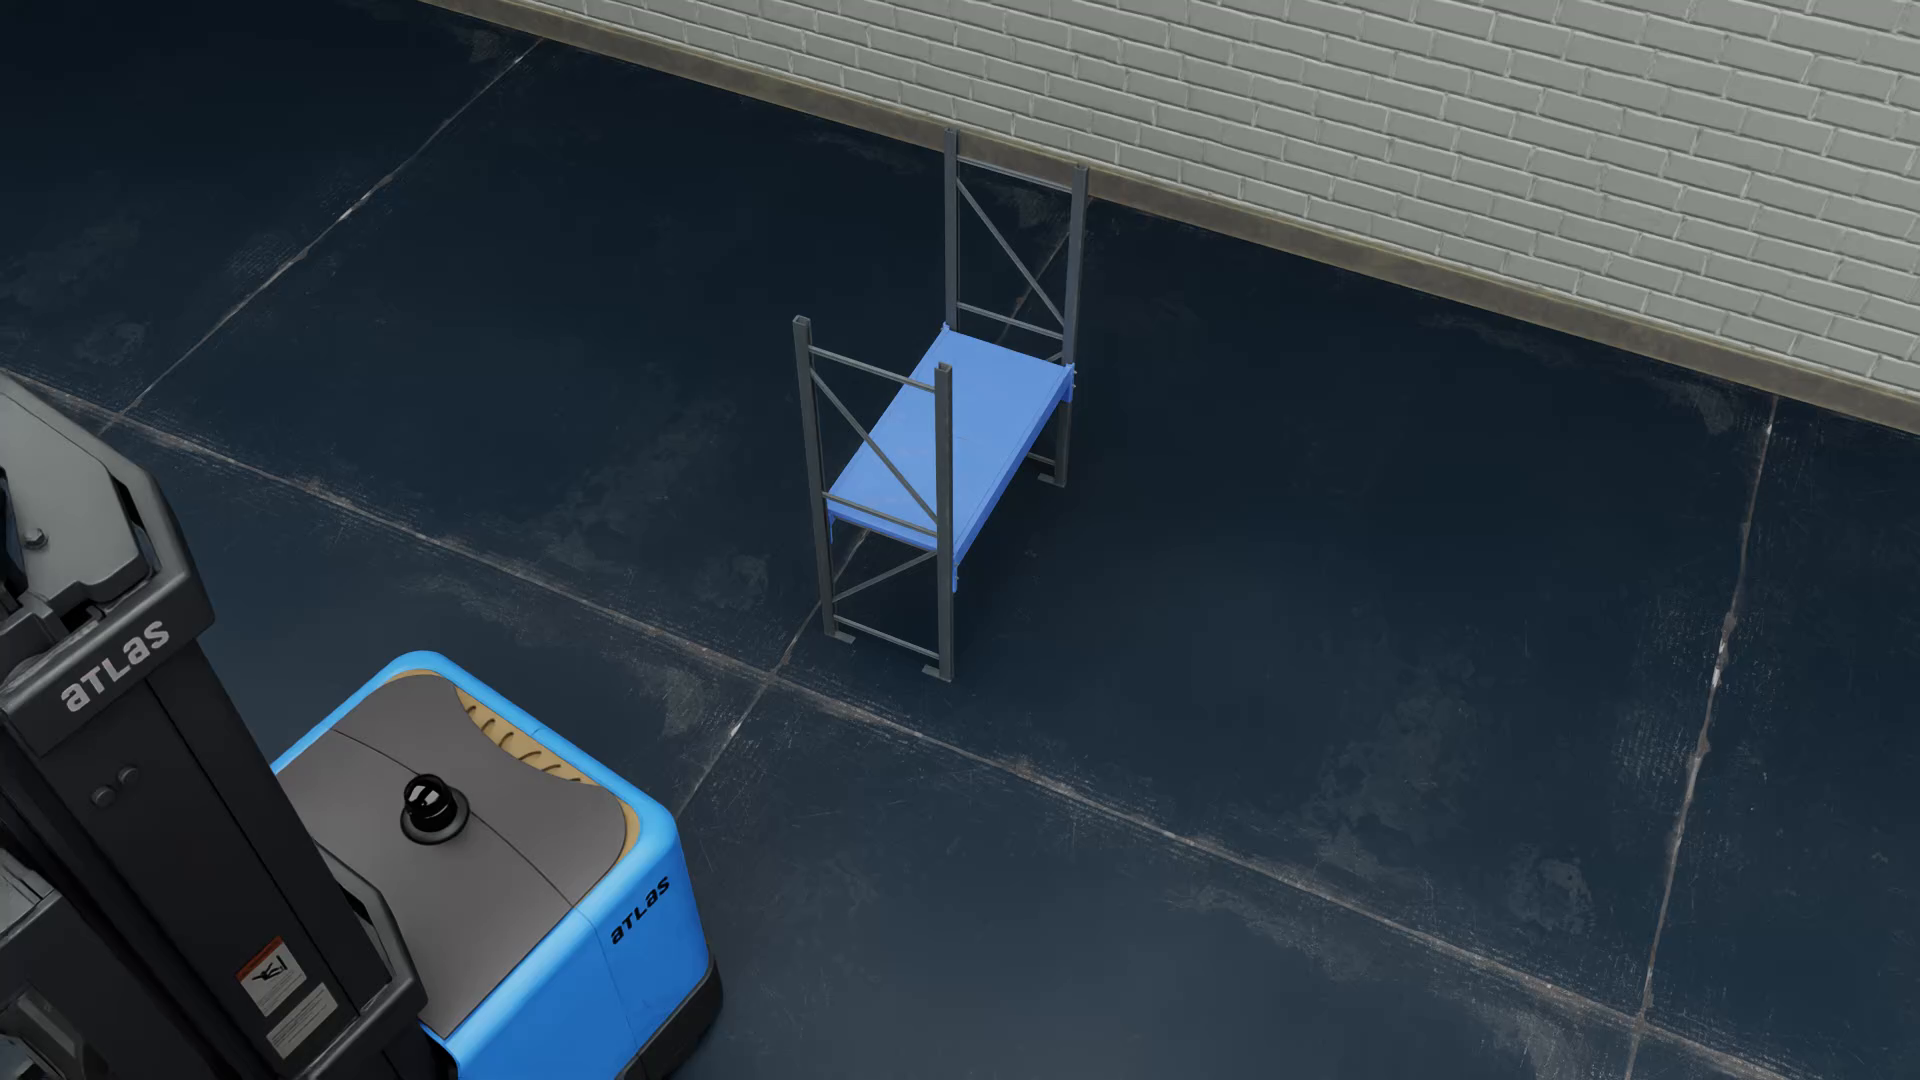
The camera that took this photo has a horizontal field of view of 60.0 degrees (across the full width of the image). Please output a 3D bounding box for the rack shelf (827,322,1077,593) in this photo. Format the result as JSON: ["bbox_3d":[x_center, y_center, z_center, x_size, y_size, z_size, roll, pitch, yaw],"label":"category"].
[{"bbox_3d":[-0.036,-0.311,5.766,0.538,0.185,1.000,20,52,16],"label":"rack shelf"}]

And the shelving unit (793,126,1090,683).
[{"bbox_3d":[-0.036,-0.427,5.629,0.538,1.500,1.048,20,52,16],"label":"shelving unit"}]

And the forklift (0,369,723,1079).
[{"bbox_3d":[-1.981,1.152,3.345,1.130,2.935,3.031,29,55,22],"label":"forklift"}]

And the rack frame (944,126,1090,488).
[{"bbox_3d":[0.181,-0.777,5.927,0.500,1.500,0.032,20,52,16],"label":"rack frame"}]

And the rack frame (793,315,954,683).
[{"bbox_3d":[-0.254,-0.077,5.331,0.500,1.500,0.032,20,52,16],"label":"rack frame"}]
